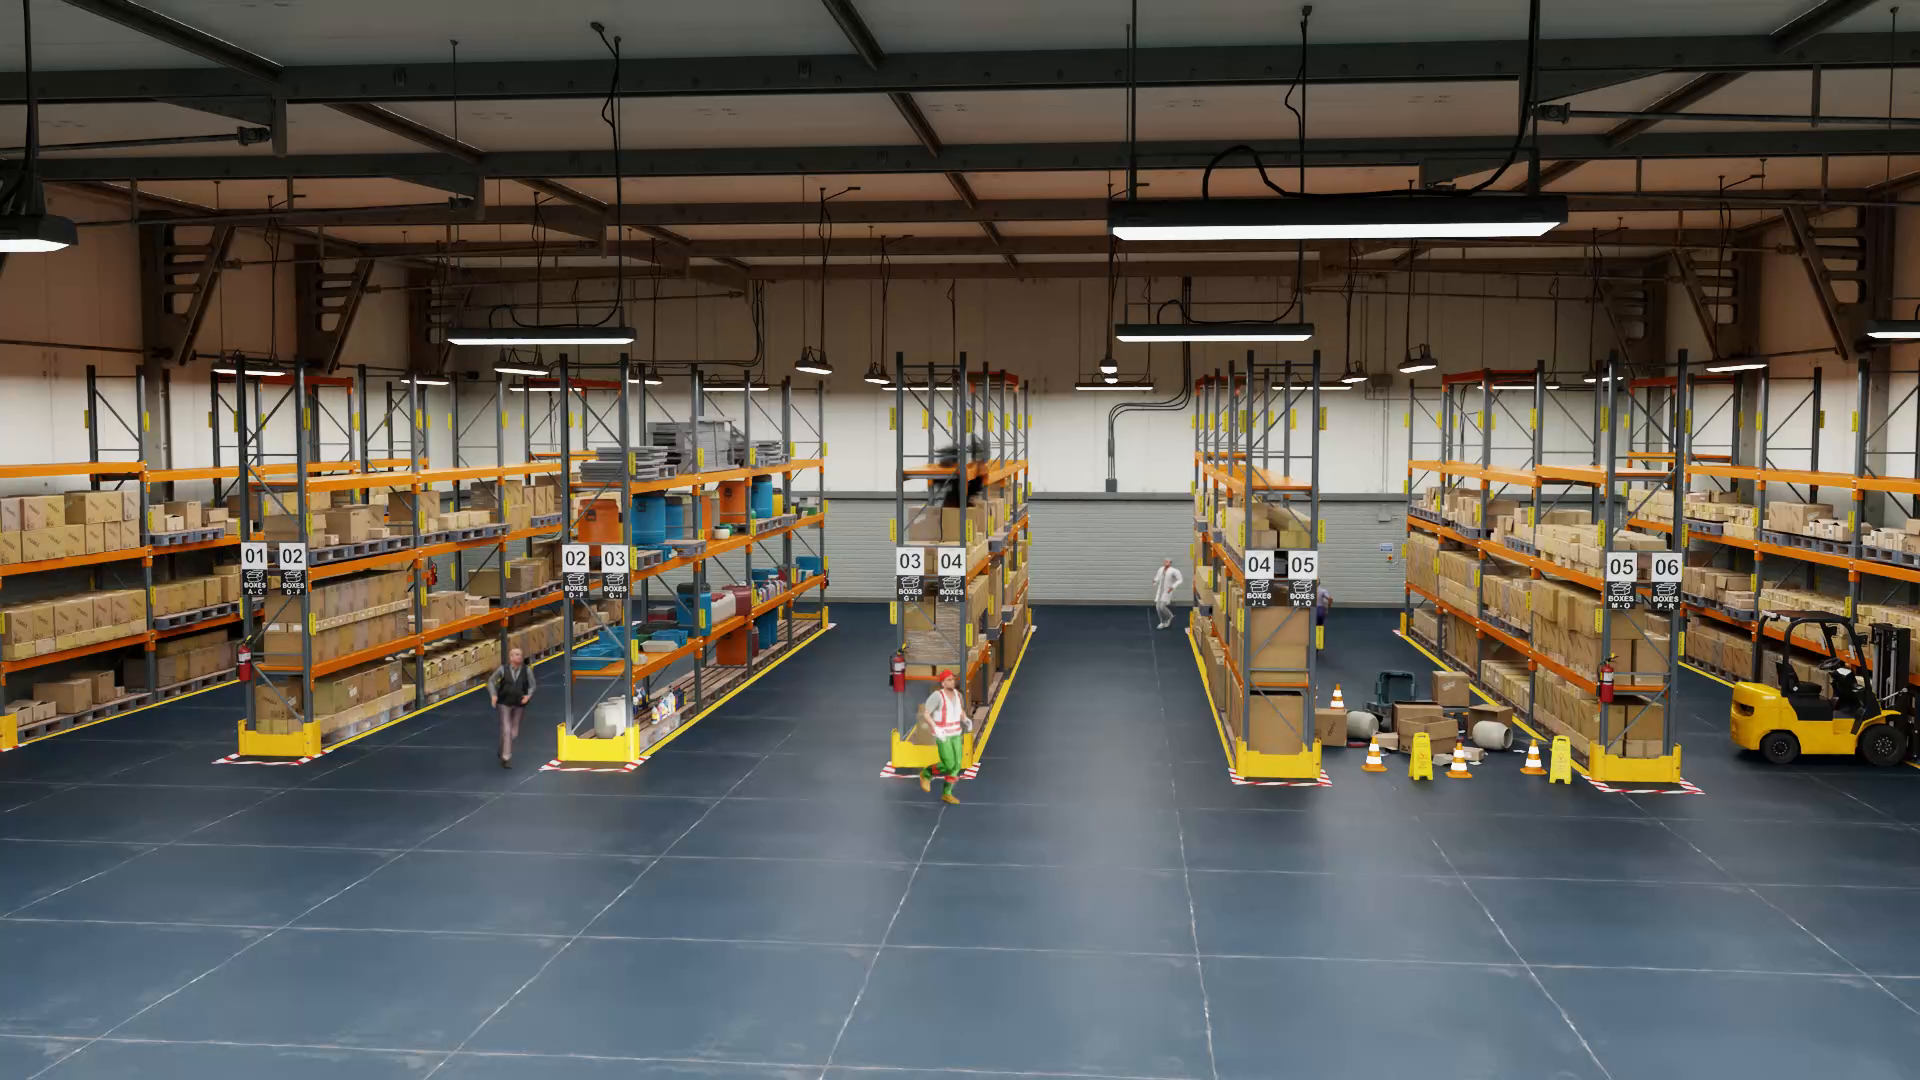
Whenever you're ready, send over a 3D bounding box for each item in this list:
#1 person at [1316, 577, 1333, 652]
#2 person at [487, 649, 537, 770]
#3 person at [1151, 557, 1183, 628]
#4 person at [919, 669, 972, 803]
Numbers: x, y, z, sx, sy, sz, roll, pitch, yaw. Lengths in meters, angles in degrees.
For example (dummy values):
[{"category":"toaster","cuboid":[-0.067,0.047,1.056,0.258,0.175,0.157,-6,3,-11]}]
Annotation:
[{"category":"person","cuboid":[7.656,1.620,35.789,0.601,1.648,0.933,0,4,-5]},{"category":"person","cuboid":[-6.535,2.437,24.328,0.686,1.706,0.775,-2,5,-28]},{"category":"person","cuboid":[4.952,1.382,40.186,0.656,1.533,0.724,-4,5,-41]},{"category":"person","cuboid":[-0.185,2.576,21.979,0.651,1.758,0.650,-4,6,-43]}]
